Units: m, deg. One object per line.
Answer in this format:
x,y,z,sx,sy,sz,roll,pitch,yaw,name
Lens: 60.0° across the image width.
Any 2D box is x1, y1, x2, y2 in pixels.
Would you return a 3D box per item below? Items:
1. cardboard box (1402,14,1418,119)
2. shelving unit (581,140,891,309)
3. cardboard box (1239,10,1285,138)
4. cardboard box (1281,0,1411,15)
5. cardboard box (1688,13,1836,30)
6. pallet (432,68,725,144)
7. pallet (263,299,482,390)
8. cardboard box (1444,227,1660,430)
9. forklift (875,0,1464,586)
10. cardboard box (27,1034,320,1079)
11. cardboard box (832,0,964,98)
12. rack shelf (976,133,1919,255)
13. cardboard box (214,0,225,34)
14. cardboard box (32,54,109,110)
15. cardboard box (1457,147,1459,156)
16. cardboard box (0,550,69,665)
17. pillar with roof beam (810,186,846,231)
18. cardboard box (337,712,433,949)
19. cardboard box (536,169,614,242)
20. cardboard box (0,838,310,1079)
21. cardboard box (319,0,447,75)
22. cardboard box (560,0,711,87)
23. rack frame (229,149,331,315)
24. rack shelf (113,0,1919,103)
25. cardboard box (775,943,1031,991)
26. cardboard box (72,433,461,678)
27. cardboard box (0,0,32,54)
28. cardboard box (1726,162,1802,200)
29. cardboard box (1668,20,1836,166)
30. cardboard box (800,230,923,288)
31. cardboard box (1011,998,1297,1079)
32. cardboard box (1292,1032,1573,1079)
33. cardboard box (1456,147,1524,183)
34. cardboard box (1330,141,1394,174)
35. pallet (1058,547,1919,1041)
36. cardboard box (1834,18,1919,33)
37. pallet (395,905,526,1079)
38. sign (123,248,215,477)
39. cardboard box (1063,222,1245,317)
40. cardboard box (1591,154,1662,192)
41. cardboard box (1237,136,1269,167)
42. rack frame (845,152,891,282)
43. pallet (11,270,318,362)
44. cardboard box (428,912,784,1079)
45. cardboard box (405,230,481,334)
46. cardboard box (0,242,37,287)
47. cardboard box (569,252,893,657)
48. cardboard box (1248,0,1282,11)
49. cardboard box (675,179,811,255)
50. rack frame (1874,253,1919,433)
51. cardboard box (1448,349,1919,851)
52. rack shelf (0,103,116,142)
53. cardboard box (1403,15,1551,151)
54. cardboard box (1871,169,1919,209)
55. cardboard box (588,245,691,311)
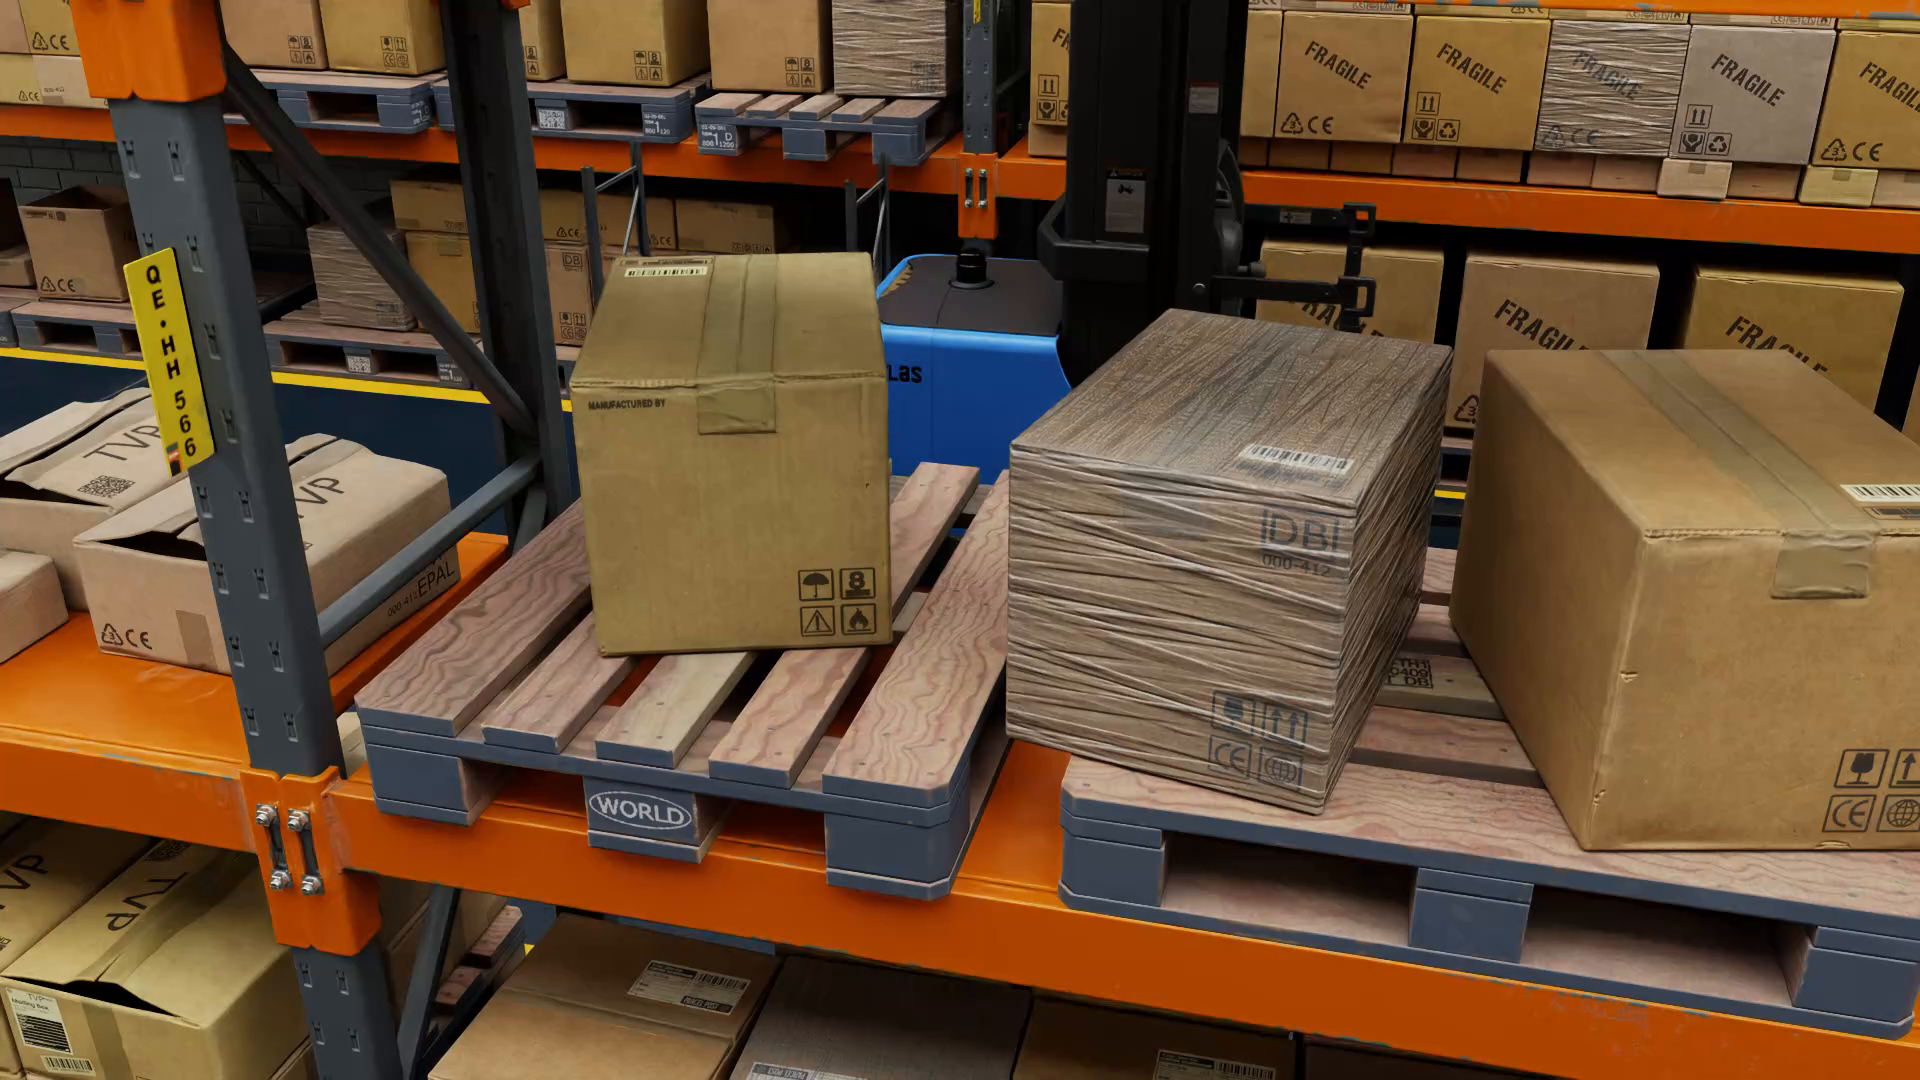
2.199,-2.114,7.215,0.500,0.500,0.500,7,26,15,cardboard box
-0.840,-0.758,6.597,1.048,1.500,0.538,6,26,11,shelving unit
1.109,-2.002,6.980,0.500,0.500,0.500,7,26,15,cardboard box
1.579,-2.294,6.721,0.500,0.250,0.500,6,26,13,cardboard box
3.063,-2.133,6.383,0.500,0.250,0.500,7,26,14,cardboard box
-1.730,-2.140,7.979,1.213,0.211,1.003,6,26,13,pallet
-2.922,-1.119,8.854,1.213,0.211,1.003,6,26,13,pallet
2.548,-0.932,7.231,0.750,0.750,0.750,7,26,15,cardboard box
1.130,-1.174,5.807,3.031,2.935,1.130,6,26,11,forklift
-1.603,1.128,3.602,0.500,0.250,0.500,7,26,14,cardboard box
-0.260,-2.322,7.510,0.500,0.500,0.700,3,26,7,cardboard box
2.134,-1.493,7.234,4.000,0.370,1.077,6,26,13,rack shelf
-4.080,-2.878,8.583,0.500,0.500,0.500,6,26,12,cardboard box
-4.211,-2.326,8.298,0.500,0.250,0.500,6,26,13,cardboard box
2.306,-1.786,7.281,0.250,0.149,0.380,6,26,12,cardboard box
-1.973,0.163,3.211,0.250,0.149,0.380,6,26,13,cardboard box
-1.918,-3.448,3.524,0.400,9.000,9.100,6,26,13,pillar with roof beam
-1.467,0.651,3.951,0.500,0.311,0.500,7,26,15,cardboard box
-2.027,-1.697,8.349,0.500,0.250,0.500,6,26,11,cardboard box
-1.601,0.876,3.479,0.500,0.311,0.500,7,26,14,cardboard box
-2.653,-2.573,8.036,0.500,0.500,0.700,9,27,18,cardboard box
-1.472,-2.446,7.770,0.500,0.500,0.700,6,26,13,cardboard box
-3.677,-2.460,8.428,0.127,3.000,1.000,6,26,13,rack frame
0.904,-0.785,2.256,4.000,0.370,1.077,6,26,13,rack shelf
-0.068,0.963,3.634,0.500,0.500,0.500,7,26,15,cardboard box
-1.374,0.014,3.335,0.500,0.311,0.500,8,27,16,cardboard box
-4.696,-2.713,8.238,0.500,0.500,0.500,6,26,13,cardboard box
3.184,-1.482,6.641,0.250,0.149,0.380,7,26,15,cardboard box
3.065,-1.787,6.529,0.500,0.500,0.500,7,26,13,cardboard box
-0.513,-1.158,8.088,0.500,0.500,0.700,7,26,14,cardboard box
0.330,1.238,3.057,0.500,0.500,0.500,6,26,12,cardboard box
0.942,1.072,3.405,0.500,0.500,0.500,5,26,11,cardboard box
2.200,-1.605,6.901,0.250,0.149,0.380,7,26,15,cardboard box
1.712,-1.670,7.037,0.250,0.149,0.380,7,26,14,cardboard box
0.852,0.323,2.804,1.213,0.211,1.003,6,26,13,pallet
3.555,-2.074,6.260,0.500,0.250,0.500,7,26,14,cardboard box
-1.820,1.185,4.015,1.213,0.211,1.003,6,26,13,pallet
-1.168,-0.261,2.461,0.005,0.325,0.100,6,26,13,sign
0.877,-1.118,7.621,0.750,0.750,0.750,6,26,12,cardboard box
2.693,-1.539,6.762,0.250,0.149,0.380,6,26,13,cardboard box
1.211,-1.726,7.155,0.250,0.149,0.380,6,26,12,cardboard box
-0.344,-0.710,6.496,0.032,1.500,0.500,6,26,11,rack frame
-4.336,-1.259,9.148,1.213,0.211,1.003,6,26,13,pallet
-0.663,1.128,3.287,0.500,0.500,0.500,7,26,15,cardboard box
-2.447,-1.424,8.648,0.500,0.500,0.700,6,26,12,cardboard box
-5.221,-1.551,9.324,0.250,0.149,0.380,4,26,9,cardboard box
-0.395,-0.184,3.041,0.500,0.500,0.700,-2,26,-5,cardboard box
1.094,-2.346,6.830,0.500,0.250,0.500,6,26,12,cardboard box
-1.049,-1.583,8.110,0.500,0.250,0.500,7,26,14,cardboard box
4.071,-1.604,6.629,0.127,3.000,1.000,6,26,13,rack frame
1.115,0.061,2.528,0.500,0.500,0.700,0,25,0,cardboard box
-5.614,-2.350,9.033,4.000,0.370,1.077,6,26,13,rack shelf
2.096,-1.896,6.757,0.500,0.500,0.500,7,26,14,cardboard box
3.673,-1.418,6.508,0.250,0.149,0.380,7,26,13,cardboard box
-1.471,-1.302,8.392,0.500,0.500,0.700,6,26,13,cardboard box
